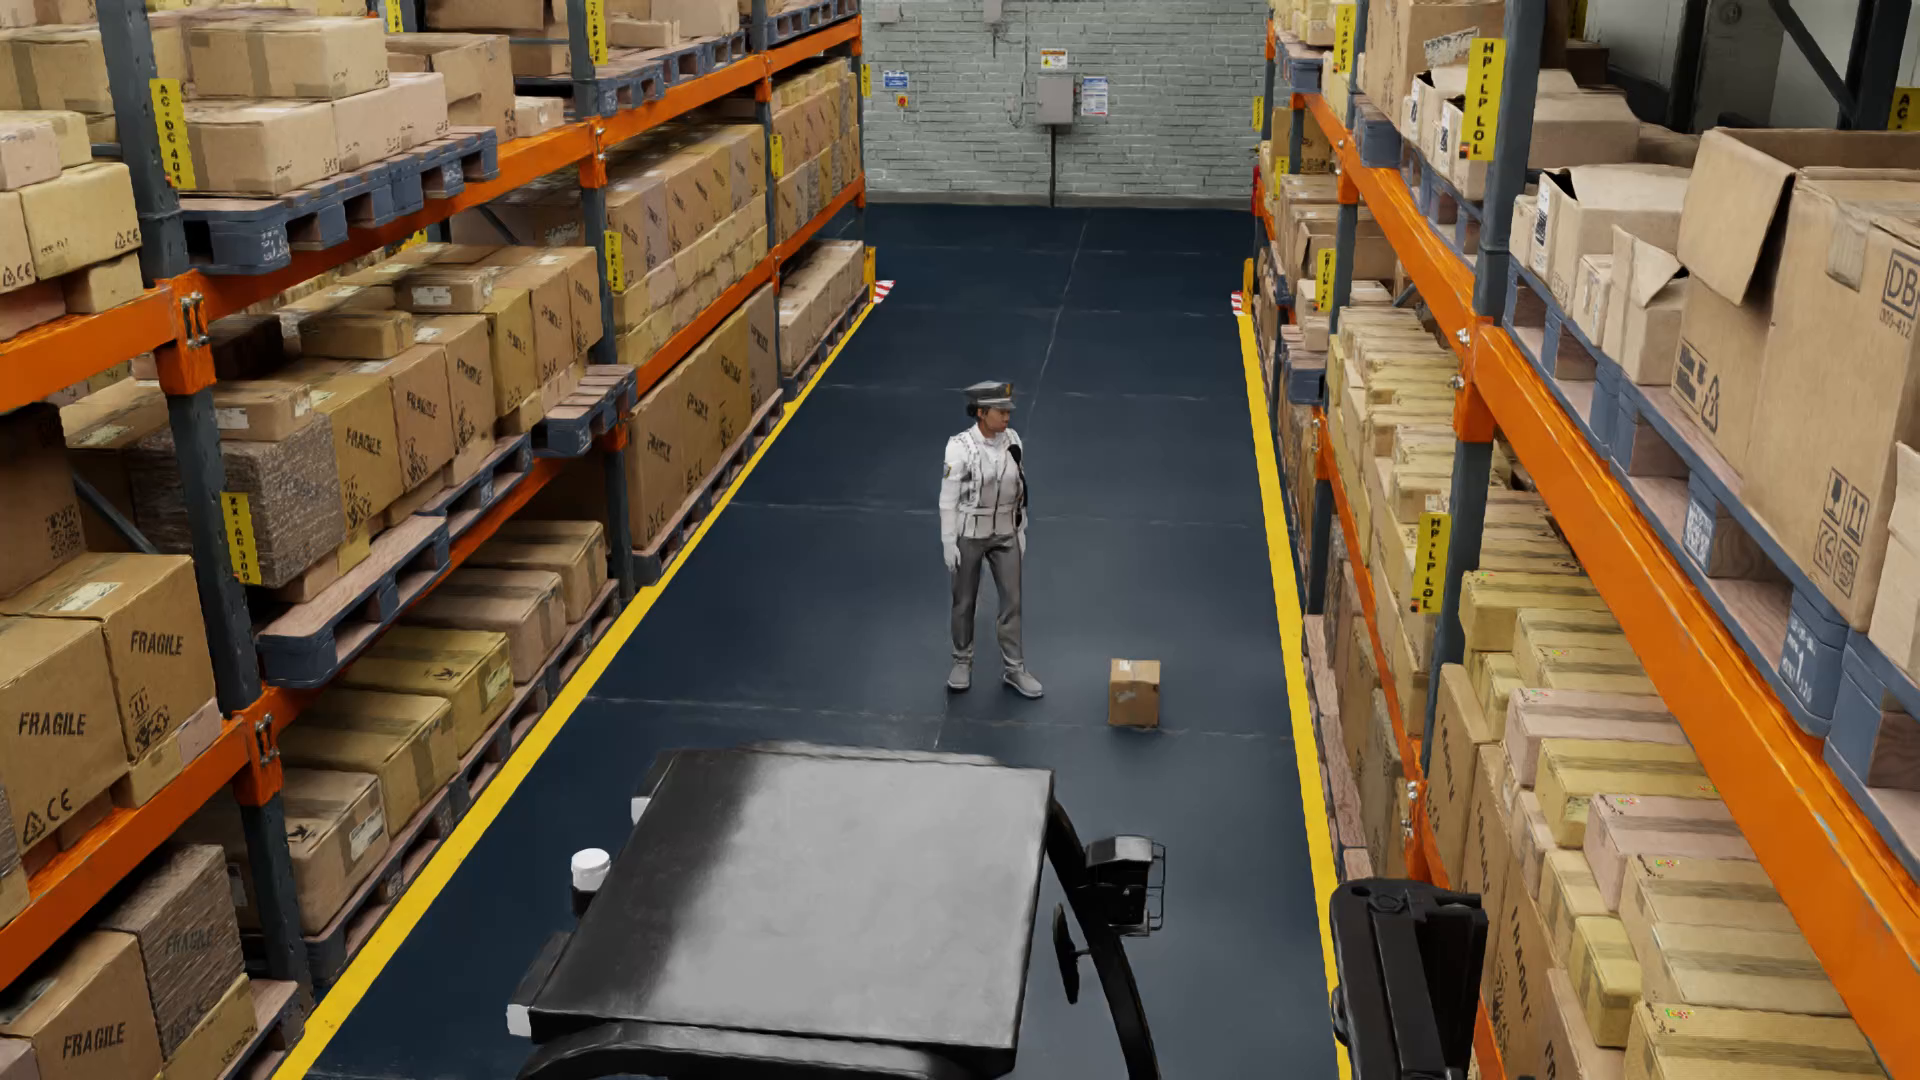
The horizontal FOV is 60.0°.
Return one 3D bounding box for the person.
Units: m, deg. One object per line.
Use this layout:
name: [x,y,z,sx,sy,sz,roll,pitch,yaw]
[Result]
person: [0.148,-0.005,8.549,0.507,1.678,0.482,-9,23,-22]
